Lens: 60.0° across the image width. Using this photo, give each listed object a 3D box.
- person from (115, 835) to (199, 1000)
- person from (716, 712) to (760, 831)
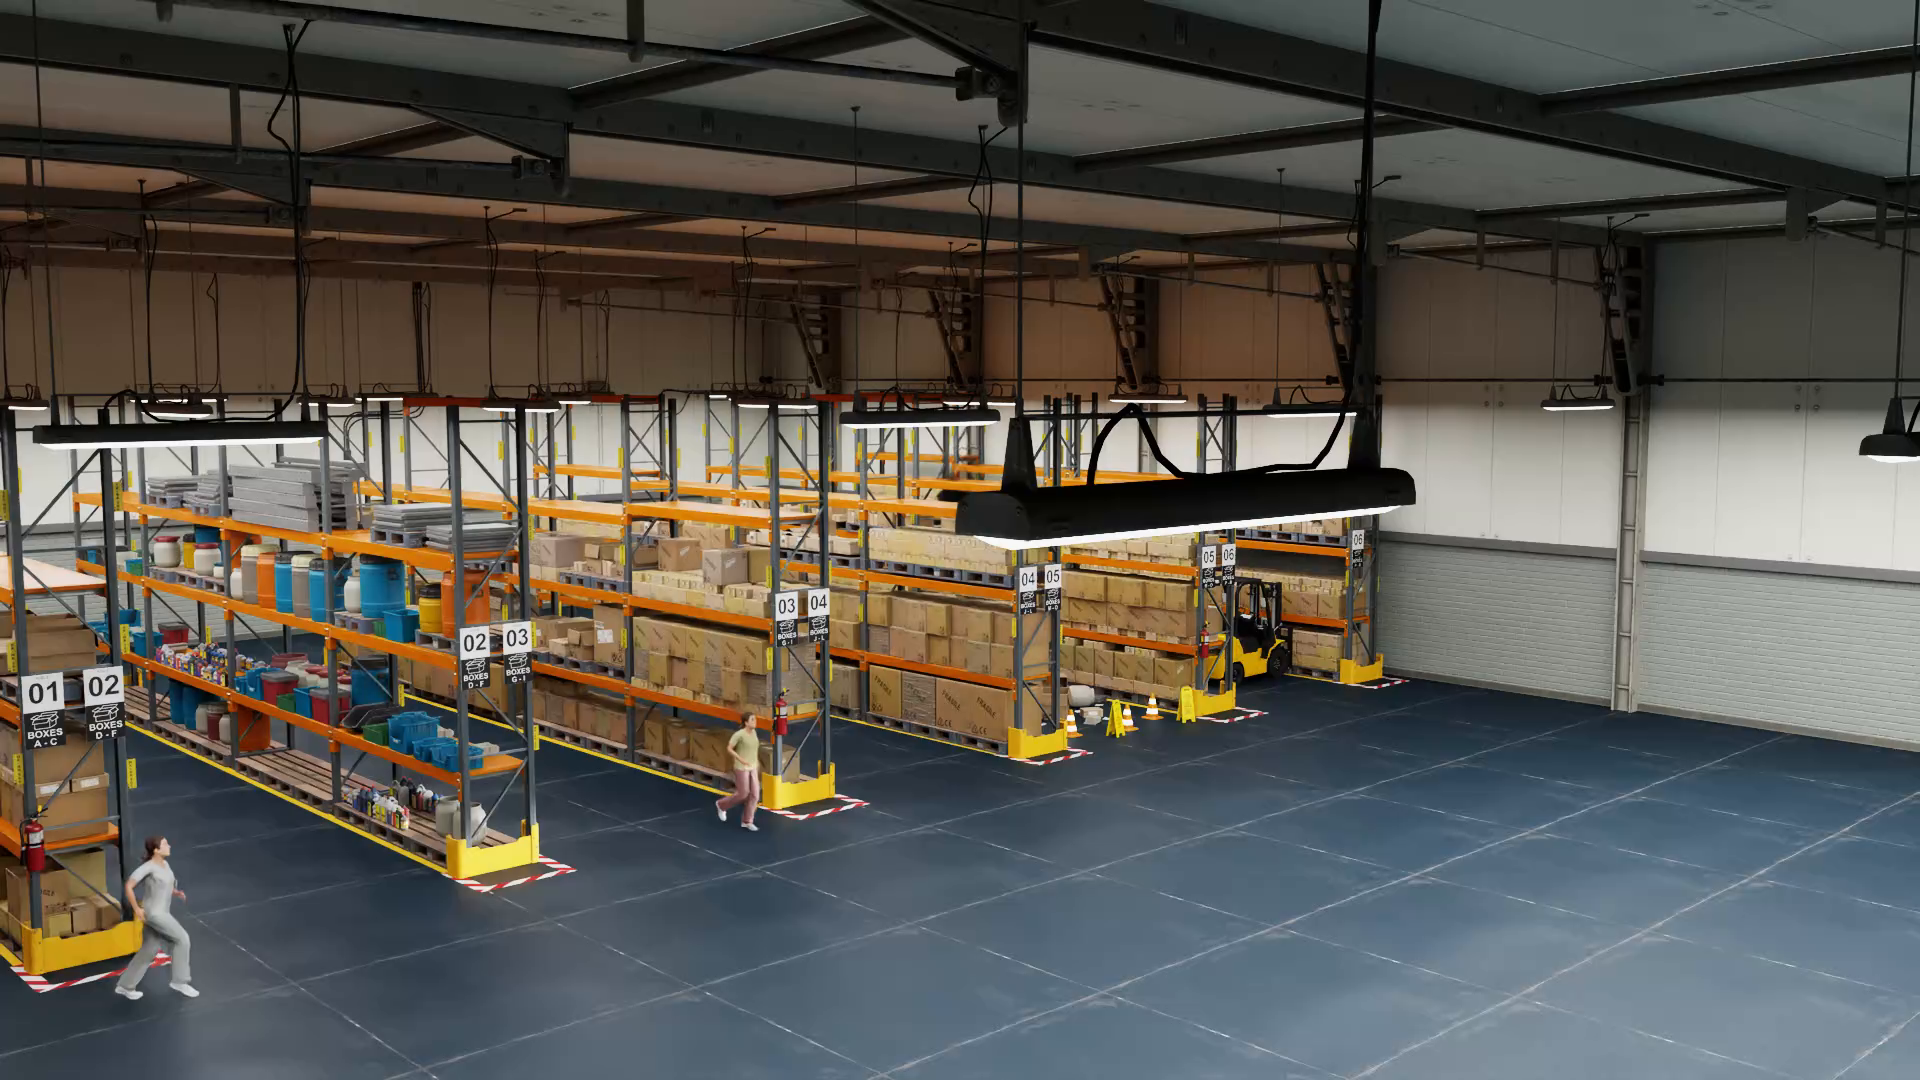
[{"bbox_3d":[-8.235,3.851,17.063,0.809,1.651,0.564,-1,6,-12],"label":"person"},{"bbox_3d":[-3.068,3.249,23.645,0.724,1.646,0.622,4,7,33],"label":"person"}]
